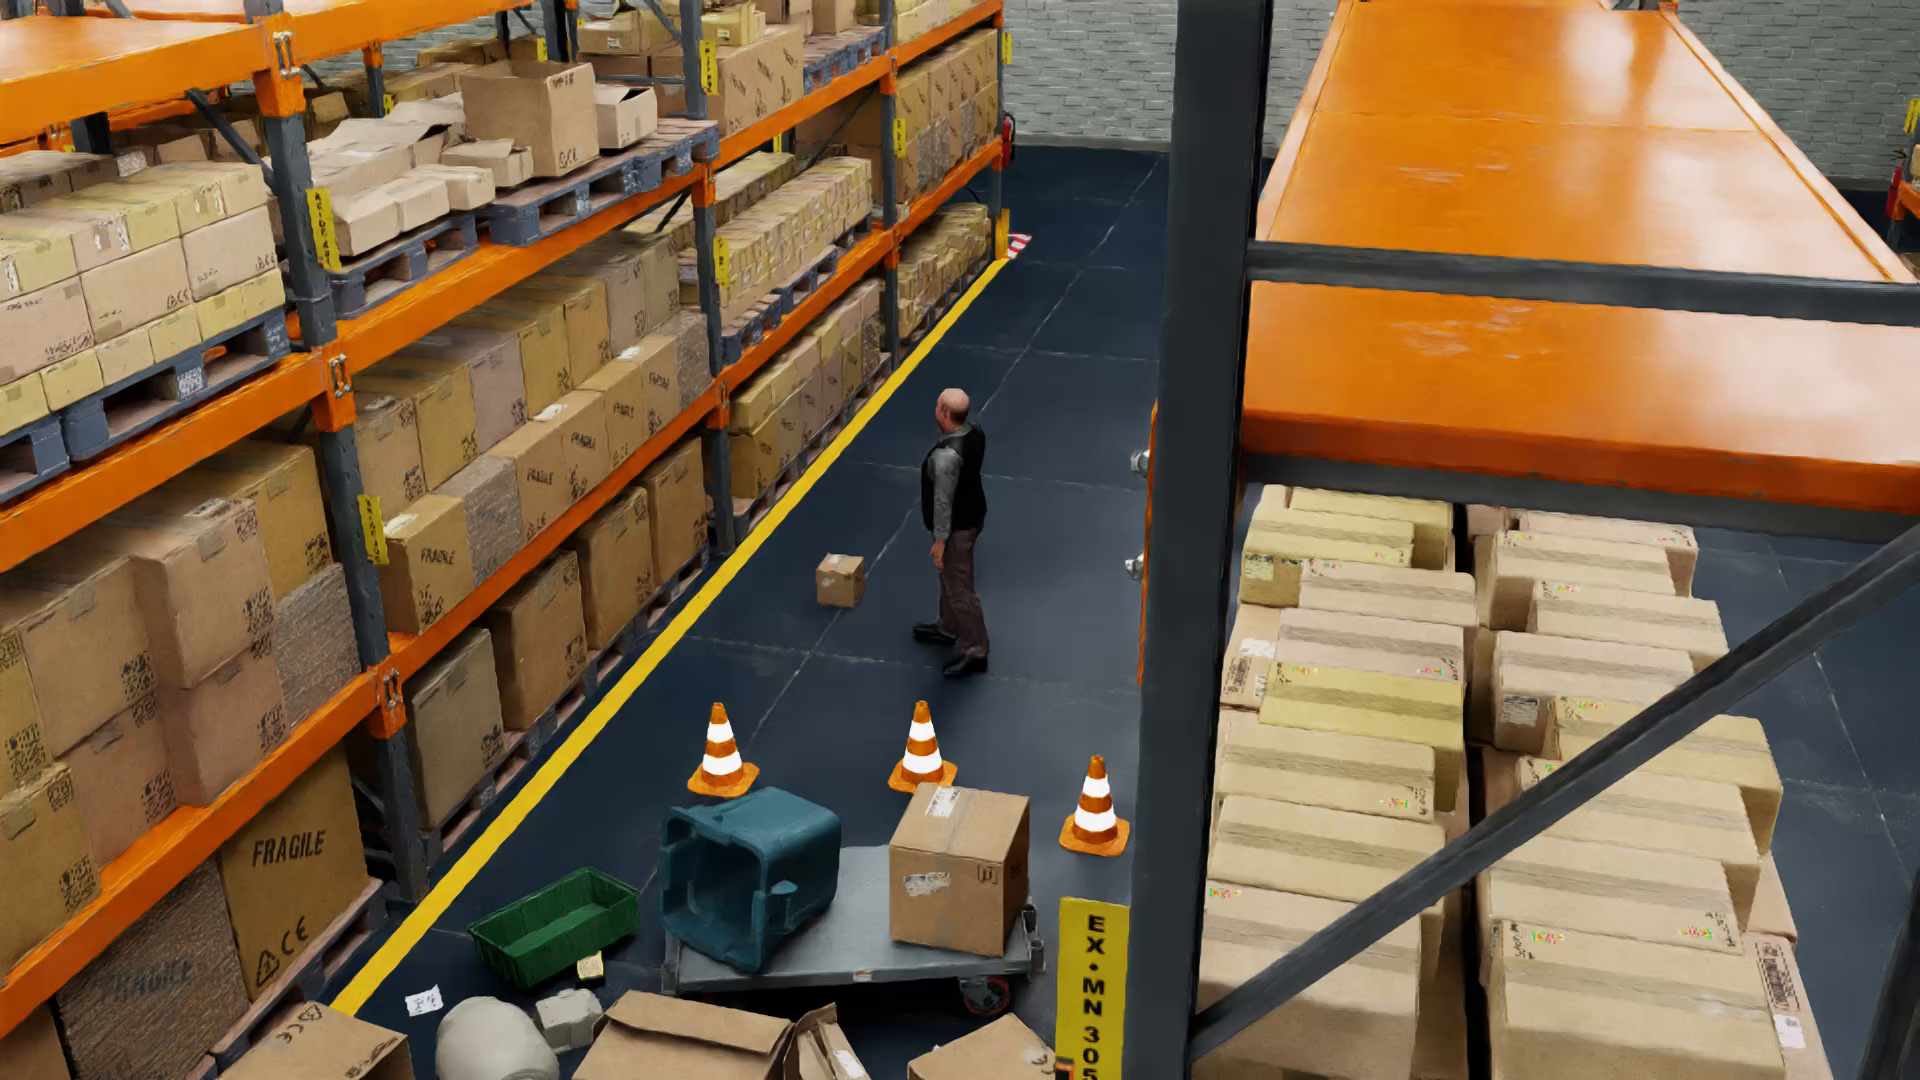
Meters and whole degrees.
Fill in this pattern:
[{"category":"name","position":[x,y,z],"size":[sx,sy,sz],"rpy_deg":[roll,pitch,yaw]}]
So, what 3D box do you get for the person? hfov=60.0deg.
[{"category":"person","position":[-0.056,-0.100,9.926],"size":[0.577,1.722,0.689],"rpy_deg":[7,26,15]}]
